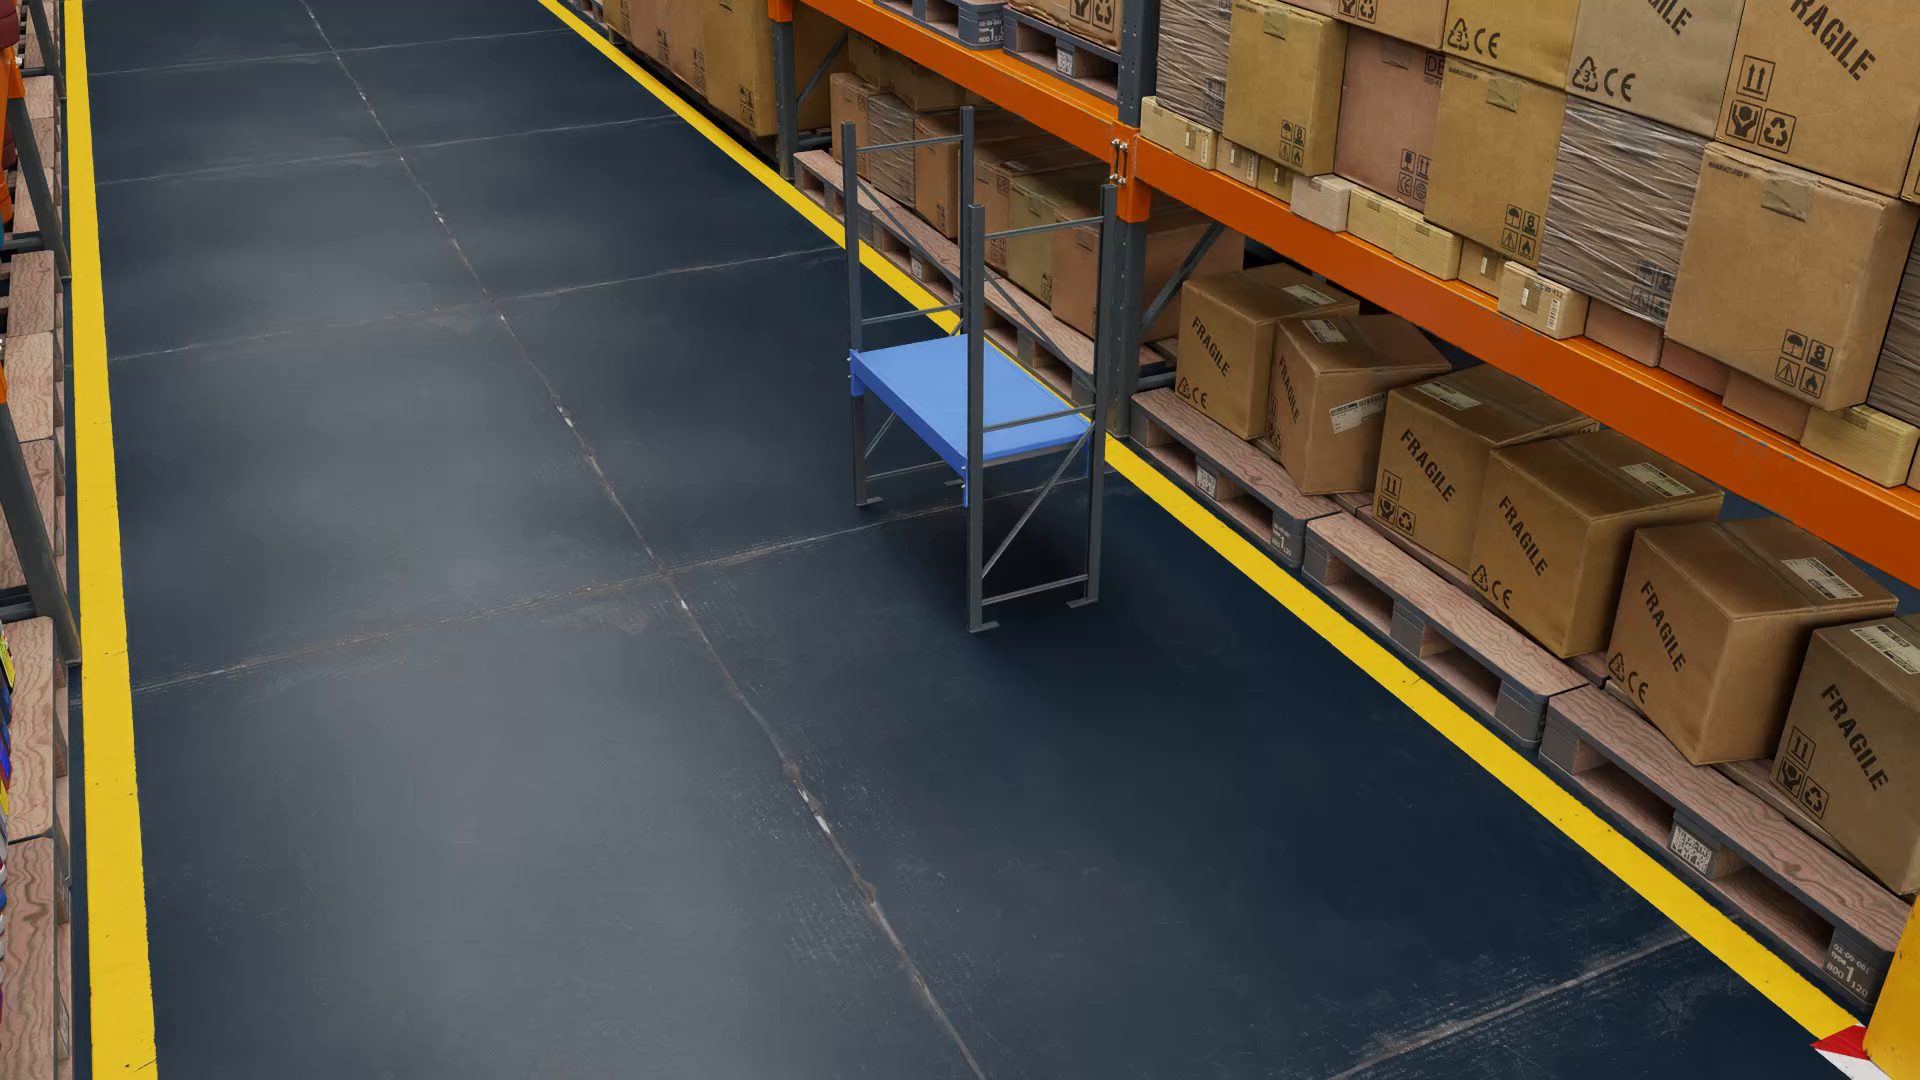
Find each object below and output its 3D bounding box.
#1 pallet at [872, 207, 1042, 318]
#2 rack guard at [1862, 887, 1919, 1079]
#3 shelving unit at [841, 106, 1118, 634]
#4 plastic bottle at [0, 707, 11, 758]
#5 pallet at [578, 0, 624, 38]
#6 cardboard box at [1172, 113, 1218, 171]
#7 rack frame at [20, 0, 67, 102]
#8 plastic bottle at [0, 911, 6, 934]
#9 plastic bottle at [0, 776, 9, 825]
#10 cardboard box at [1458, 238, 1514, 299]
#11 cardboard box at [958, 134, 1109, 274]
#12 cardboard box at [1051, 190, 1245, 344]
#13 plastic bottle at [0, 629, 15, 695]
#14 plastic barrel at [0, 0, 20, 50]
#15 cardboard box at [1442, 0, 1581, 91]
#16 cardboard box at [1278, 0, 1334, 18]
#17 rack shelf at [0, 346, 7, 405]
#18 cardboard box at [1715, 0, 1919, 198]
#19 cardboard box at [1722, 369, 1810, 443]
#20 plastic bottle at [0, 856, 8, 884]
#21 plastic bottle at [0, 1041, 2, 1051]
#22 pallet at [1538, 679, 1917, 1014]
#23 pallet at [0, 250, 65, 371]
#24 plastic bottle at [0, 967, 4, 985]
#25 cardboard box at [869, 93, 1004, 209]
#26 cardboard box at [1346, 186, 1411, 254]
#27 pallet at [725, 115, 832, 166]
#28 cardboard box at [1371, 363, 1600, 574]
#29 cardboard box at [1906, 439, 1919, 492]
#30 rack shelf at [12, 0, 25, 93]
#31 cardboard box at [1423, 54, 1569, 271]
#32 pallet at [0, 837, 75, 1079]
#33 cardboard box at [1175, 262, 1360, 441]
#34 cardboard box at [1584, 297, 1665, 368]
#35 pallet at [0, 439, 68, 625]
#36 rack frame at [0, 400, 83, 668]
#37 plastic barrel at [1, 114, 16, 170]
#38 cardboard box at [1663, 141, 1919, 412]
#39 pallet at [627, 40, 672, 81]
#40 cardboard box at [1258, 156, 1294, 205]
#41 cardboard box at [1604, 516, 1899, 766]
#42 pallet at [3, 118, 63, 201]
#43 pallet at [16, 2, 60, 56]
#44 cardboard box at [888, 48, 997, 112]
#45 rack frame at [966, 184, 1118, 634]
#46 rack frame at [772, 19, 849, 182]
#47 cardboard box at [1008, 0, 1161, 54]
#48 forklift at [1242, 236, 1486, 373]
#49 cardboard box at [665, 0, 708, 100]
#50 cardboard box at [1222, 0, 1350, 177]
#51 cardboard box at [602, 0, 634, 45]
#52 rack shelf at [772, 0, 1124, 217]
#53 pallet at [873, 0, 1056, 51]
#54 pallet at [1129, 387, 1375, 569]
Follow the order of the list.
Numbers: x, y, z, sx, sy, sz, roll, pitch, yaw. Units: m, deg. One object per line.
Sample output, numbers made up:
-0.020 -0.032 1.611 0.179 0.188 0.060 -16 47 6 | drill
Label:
0.223 -1.524 8.752 1.003 0.211 1.213 -13 32 -22 | pallet
2.771 0.966 4.015 1.175 0.500 0.348 -13 32 -22 | rack guard
0.037 -0.616 5.816 0.538 1.500 1.048 -13 32 -22 | shelving unit
-2.768 0.455 4.630 0.144 0.351 0.185 -15 32 -24 | plastic bottle
-2.604 -4.527 14.108 1.003 0.211 1.213 -13 32 -22 | pallet
1.003 -1.476 6.073 0.380 0.149 0.250 -13 32 -22 | cardboard box
-6.821 -4.351 10.943 1.000 3.000 0.127 -13 32 -22 | rack frame
-2.399 0.873 4.038 0.097 0.201 0.097 0 29 0 | plastic bottle
-2.629 0.598 4.376 0.144 0.351 0.185 -13 32 -22 | plastic bottle
1.712 -0.829 4.918 0.380 0.149 0.250 -13 32 -22 | cardboard box
0.414 -1.696 8.314 0.700 0.500 0.500 -16 33 -26 | cardboard box
0.842 -1.235 7.491 0.700 0.500 0.500 -16 33 -26 | cardboard box
-2.882 0.319 4.942 0.061 0.283 0.133 -11 31 -20 | plastic bottle
-4.631 -2.502 7.506 0.600 0.536 0.708 -13 32 -22 | plastic barrel
1.705 -1.555 4.527 0.500 0.500 0.500 -13 32 -22 | cardboard box
1.266 -1.994 5.311 0.500 0.500 0.500 -13 32 -22 | cardboard box
-2.528 0.380 3.241 1.077 0.370 4.000 -13 32 -22 | rack shelf
2.125 -1.111 3.735 0.500 0.500 0.500 -13 32 -22 | cardboard box
2.141 -0.387 4.130 0.380 0.149 0.250 -13 32 -22 | cardboard box
-2.487 0.782 4.200 0.097 0.201 0.097 0 29 0 | plastic bottle
-2.211 1.066 3.693 0.097 0.201 0.097 0 29 0 | plastic bottle
2.454 0.726 4.739 1.003 0.211 1.213 -13 32 -22 | pallet
-4.806 -1.018 7.849 1.003 0.211 1.213 -13 32 -22 | pallet
-2.314 0.930 3.864 0.097 0.271 0.097 0 29 0 | plastic bottle
-0.075 -2.192 9.198 0.700 0.500 0.500 -16 33 -26 | cardboard box
1.466 -1.043 5.299 0.380 0.149 0.250 -13 32 -22 | cardboard box
-0.901 -2.772 10.978 1.003 0.211 1.213 -13 32 -22 | pallet
1.812 -0.256 5.766 0.500 0.500 0.500 -16 33 -26 | cardboard box
2.388 -0.174 3.750 0.380 0.149 0.250 -13 32 -22 | cardboard box
-5.963 -3.154 9.543 1.077 0.370 4.000 -13 32 -22 | rack shelf
1.890 -1.161 4.848 0.875 0.500 0.500 -13 32 -22 | cardboard box
-2.608 1.244 3.816 1.003 0.211 1.213 -13 32 -22 | pallet
1.222 -0.765 6.674 0.500 0.500 0.500 -14 32 -23 | cardboard box
1.944 -0.612 4.531 0.380 0.149 0.250 -13 32 -22 | cardboard box
-3.759 0.060 5.927 1.003 0.211 1.213 -13 32 -22 | pallet
-3.387 -0.817 4.641 1.000 3.000 0.127 -13 32 -22 | rack frame
-5.814 -2.427 9.547 0.600 0.588 0.708 -13 32 -22 | plastic barrel
2.269 -0.708 4.040 0.875 0.500 0.500 -13 32 -22 | cardboard box
-1.948 -3.850 12.900 1.003 0.211 1.213 -13 32 -22 | pallet
1.251 -1.263 5.693 0.380 0.149 0.250 -13 32 -22 | cardboard box
2.263 0.281 4.809 0.500 0.500 0.500 -5 30 -9 | cardboard box
-6.000 -2.246 10.039 1.003 0.211 1.213 -13 32 -22 | pallet
-7.699 -3.991 13.152 1.003 0.211 1.213 -13 32 -22 | pallet
-0.079 -2.531 9.036 0.500 0.250 0.500 -9 31 -16 | cardboard box
0.255 -0.392 5.416 0.500 1.500 0.032 -13 32 -22 | rack frame
-0.631 -3.624 9.646 1.000 3.000 0.127 -13 32 -22 | rack frame
0.872 -2.682 6.924 1.000 1.000 1.000 -13 32 -22 | cardboard box
1.903 -2.710 8.086 1.130 2.935 3.031 -14 32 -23 | forklift
-1.284 -3.585 11.320 1.225 0.875 0.875 -13 32 -22 | cardboard box
1.407 -1.591 5.613 0.875 0.500 0.500 -13 32 -22 | cardboard box
-2.055 -4.369 12.718 1.225 0.875 0.875 -13 32 -22 | cardboard box
0.228 -2.427 8.247 1.077 0.370 4.000 -13 32 -22 | rack shelf
0.256 -2.675 8.149 1.003 0.211 1.213 -13 32 -22 | pallet
1.407 -0.352 6.661 1.003 0.211 1.213 -13 32 -22 | pallet
